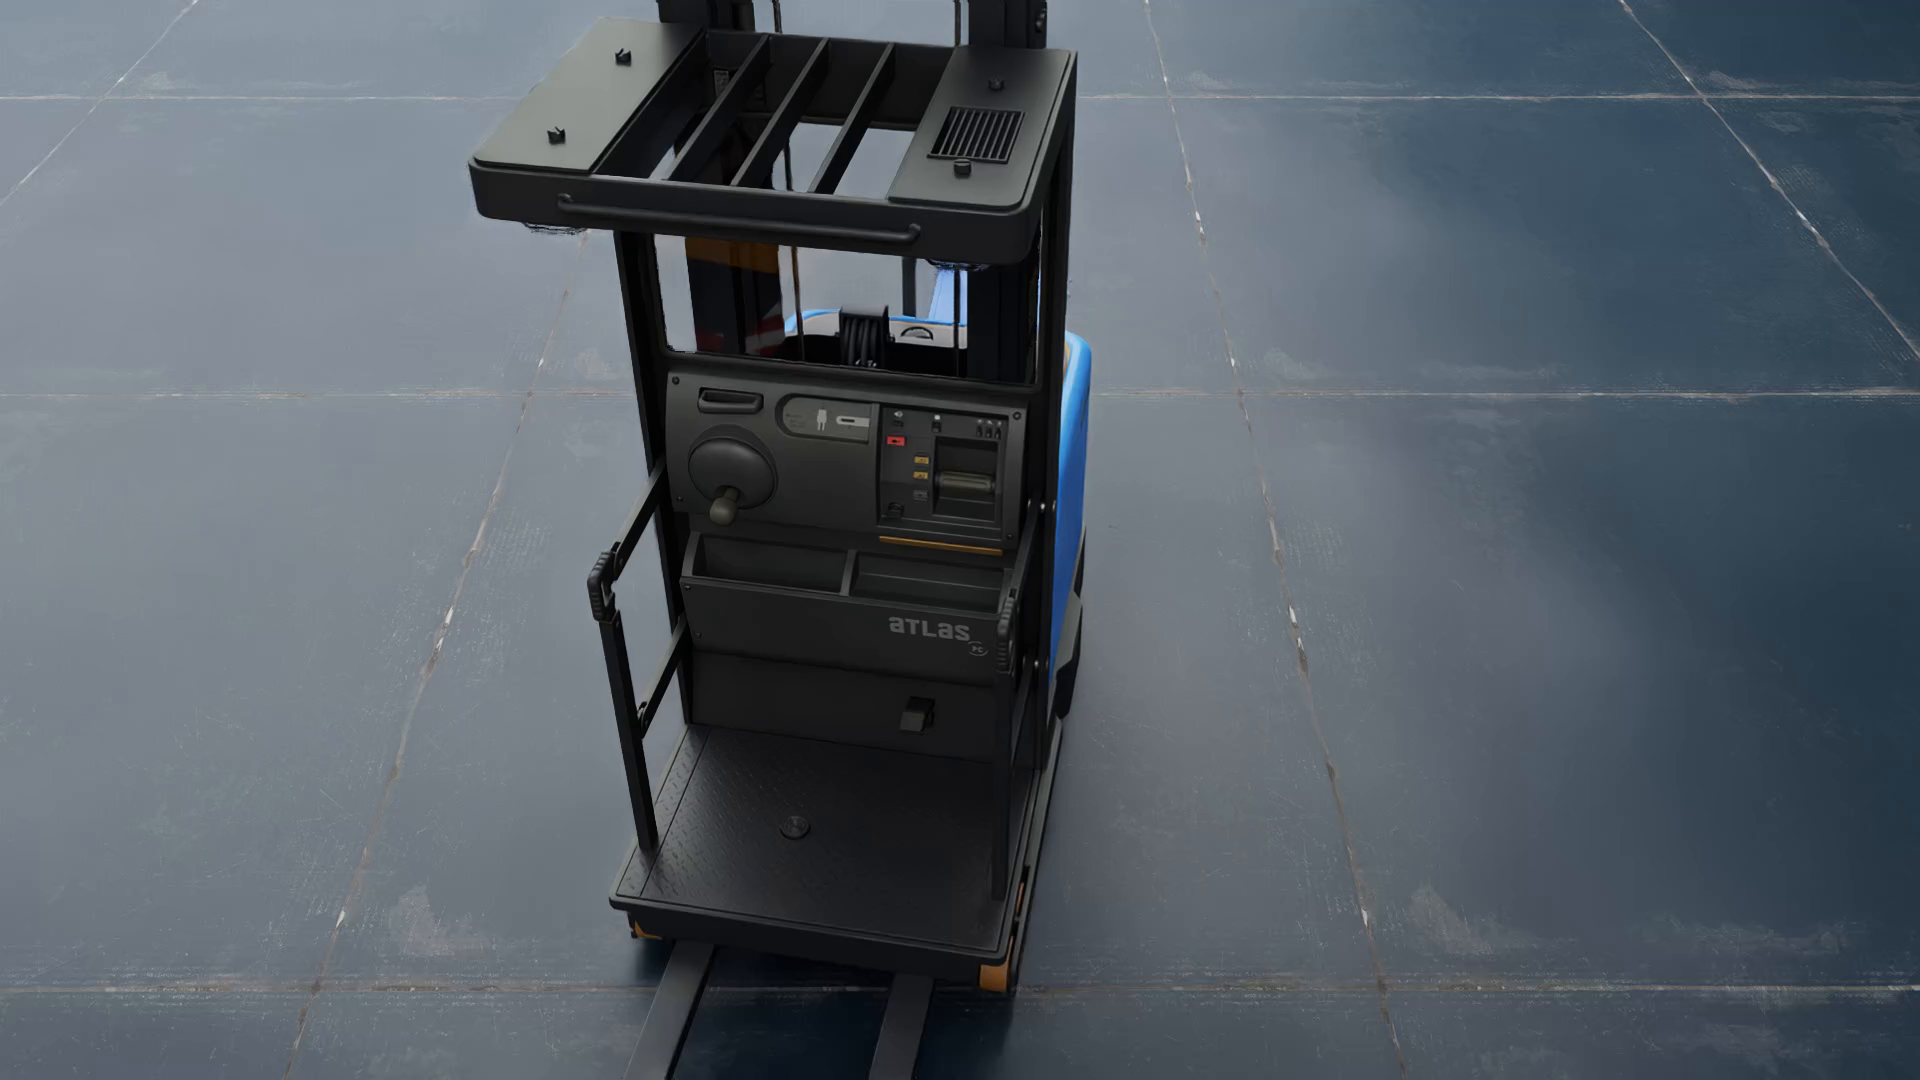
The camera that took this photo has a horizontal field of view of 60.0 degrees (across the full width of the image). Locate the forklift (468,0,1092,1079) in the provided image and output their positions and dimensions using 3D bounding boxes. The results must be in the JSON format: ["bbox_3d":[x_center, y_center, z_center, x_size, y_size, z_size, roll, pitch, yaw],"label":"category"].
[{"bbox_3d":[-0.333,-0.129,4.068,1.130,2.935,3.031,7,39,8],"label":"forklift"}]

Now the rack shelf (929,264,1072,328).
[{"bbox_3d":[0.118,-0.687,6.196,0.538,0.185,1.000,4,39,5],"label":"rack shelf"}]

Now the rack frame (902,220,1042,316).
[{"bbox_3d":[0.062,-0.512,5.689,0.500,1.500,0.032,4,39,5],"label":"rack frame"}]

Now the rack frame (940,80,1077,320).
[{"bbox_3d":[0.173,-1.144,6.478,0.500,1.500,0.032,4,39,5],"label":"rack frame"}]

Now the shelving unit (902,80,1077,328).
[{"bbox_3d":[0.118,-0.828,6.084,0.538,1.500,1.048,4,39,5],"label":"shelving unit"}]
